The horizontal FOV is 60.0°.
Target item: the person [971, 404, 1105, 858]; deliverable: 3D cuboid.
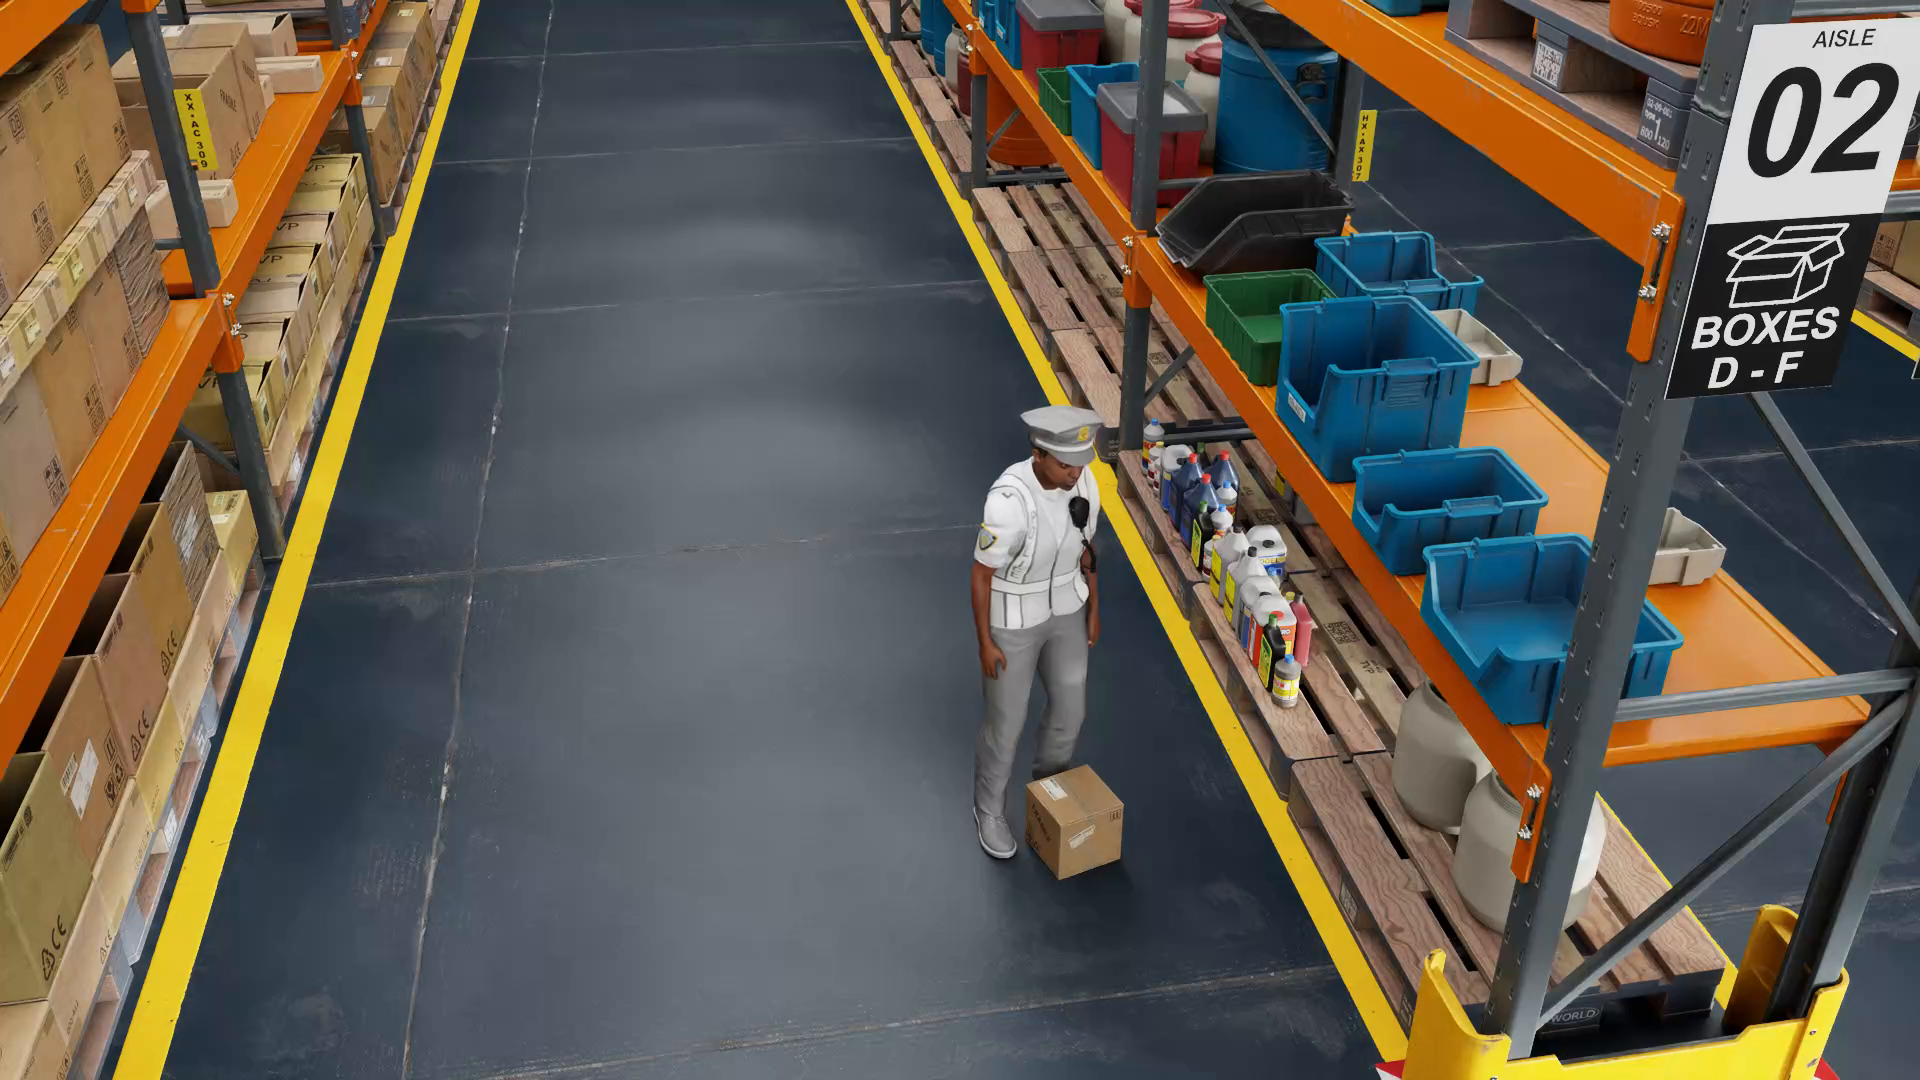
[{"bbox_3d":[0.259,0.287,5.654,0.509,1.657,0.392,-17,35,-26],"label":"person"}]
